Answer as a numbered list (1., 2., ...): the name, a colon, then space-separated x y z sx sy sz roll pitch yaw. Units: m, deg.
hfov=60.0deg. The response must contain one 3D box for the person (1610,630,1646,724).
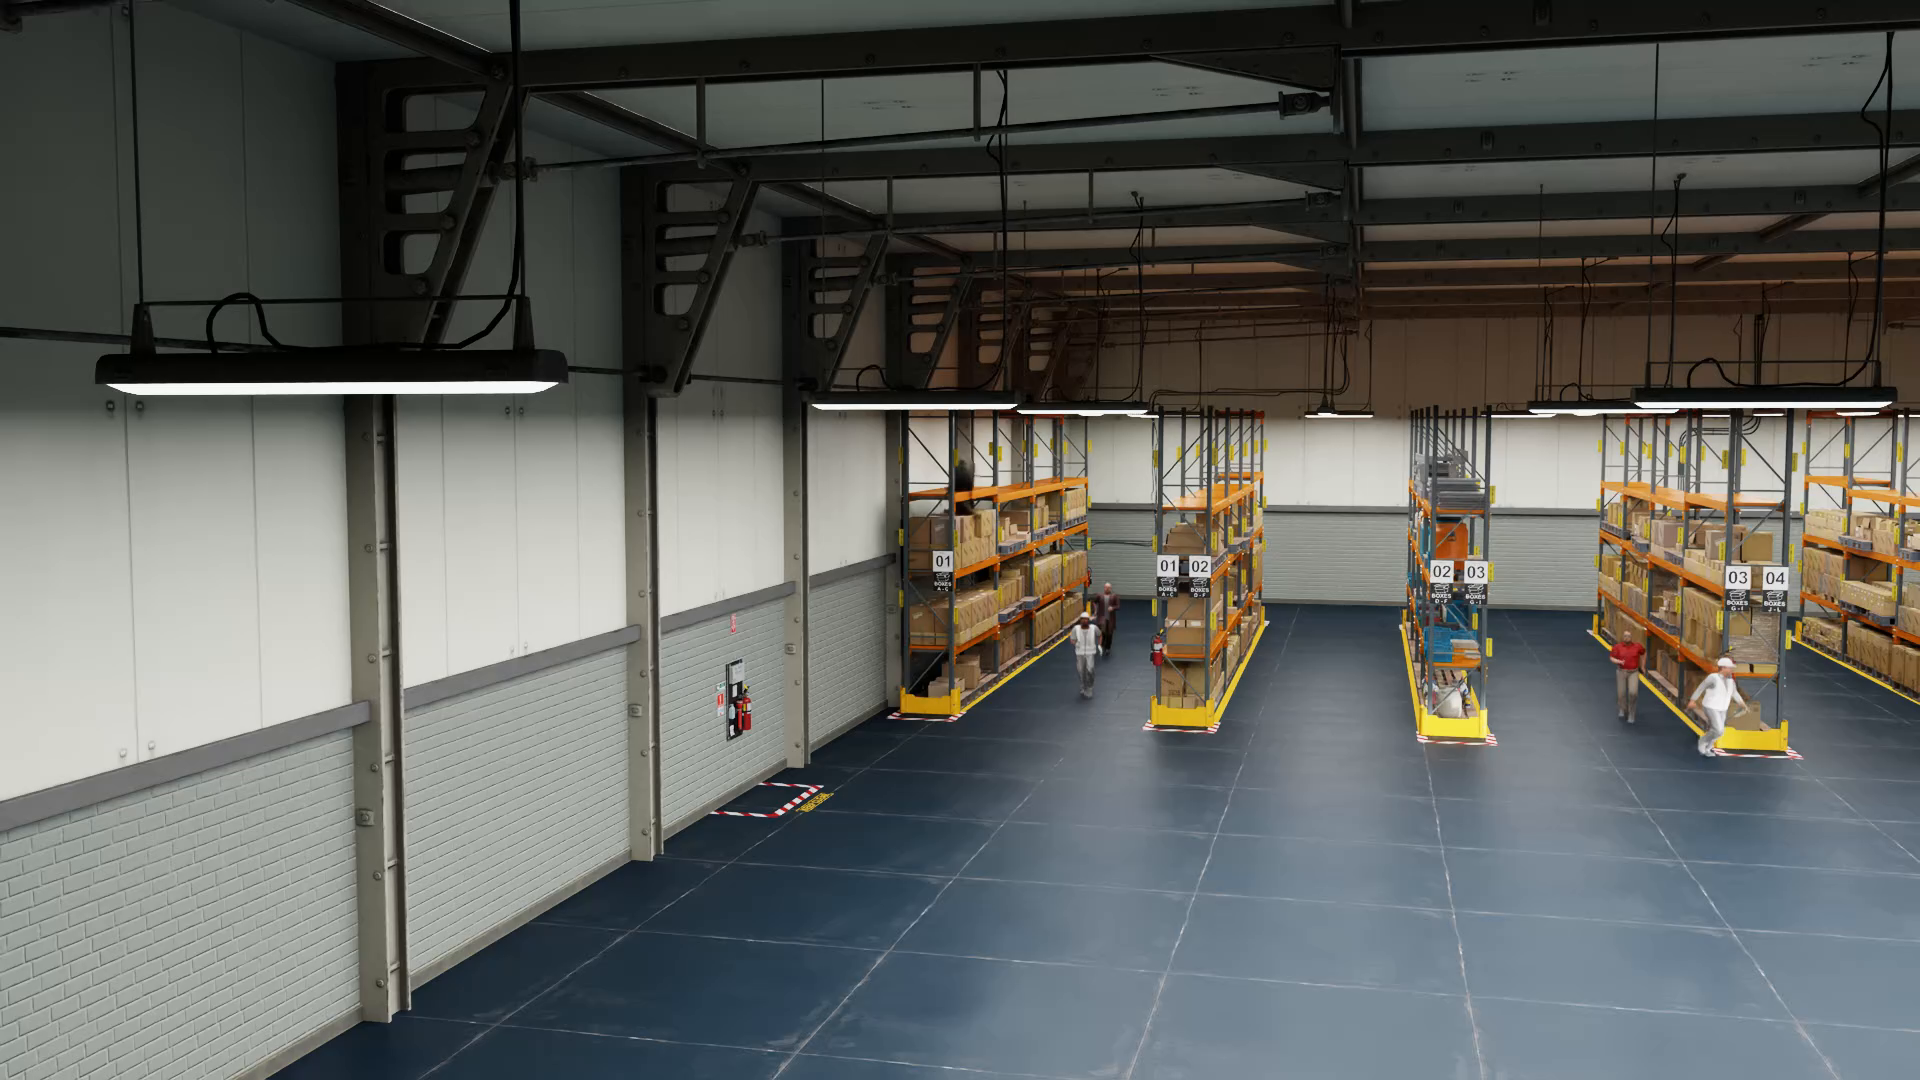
1. person: 12.698 2.606 31.630 0.650 1.790 0.851 2 4 22

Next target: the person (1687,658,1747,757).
1. person: 12.852 2.835 28.127 0.662 1.710 0.785 -2 5 -25

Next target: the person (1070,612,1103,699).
1. person: 2.596 2.375 34.309 0.666 1.783 0.791 1 4 9

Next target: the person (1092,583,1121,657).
1. person: 3.565 1.941 40.435 0.669 1.790 0.760 0 4 -1
